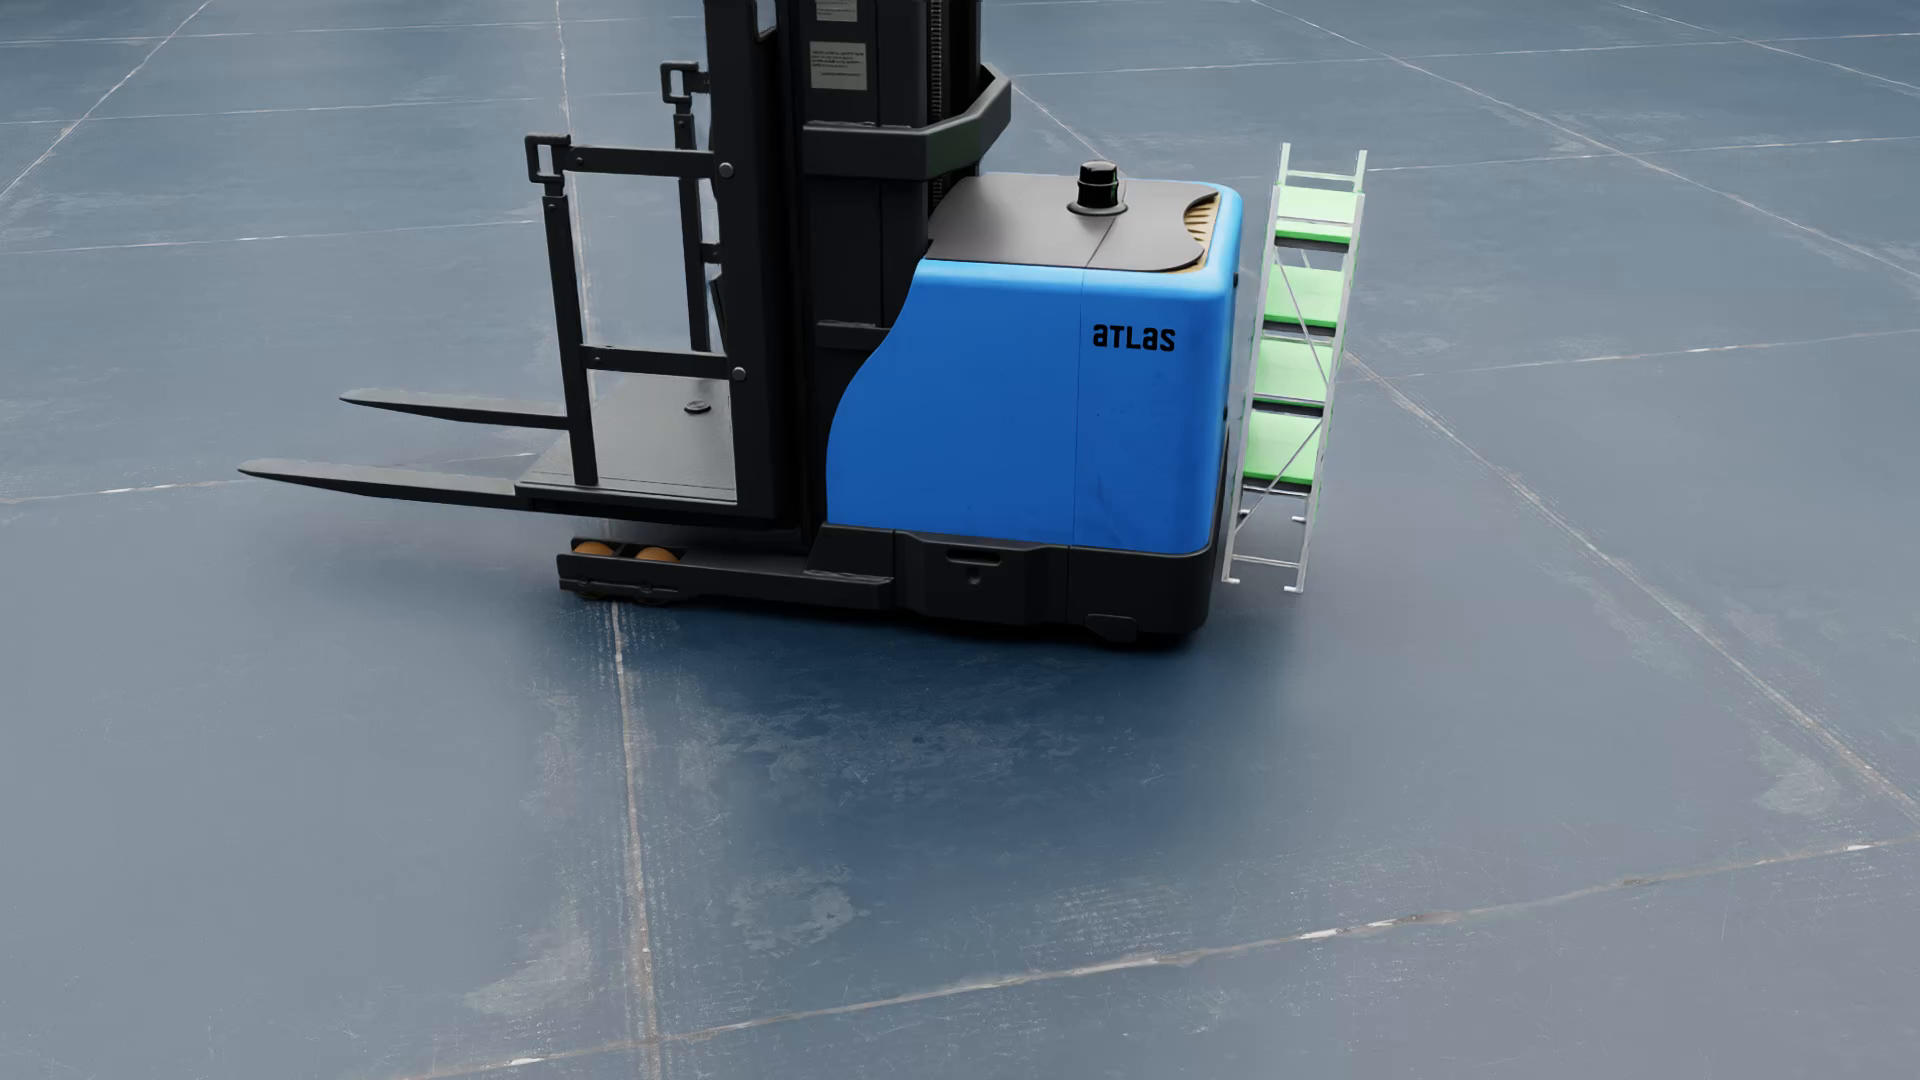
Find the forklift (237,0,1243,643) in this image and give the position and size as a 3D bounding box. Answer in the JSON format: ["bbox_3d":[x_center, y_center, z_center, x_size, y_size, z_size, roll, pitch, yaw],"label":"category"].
[{"bbox_3d":[-0.713,-1.343,4.658,3.031,2.935,1.130,5,27,10],"label":"forklift"}]

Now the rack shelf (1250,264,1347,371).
[{"bbox_3d":[0.989,-0.659,4.820,0.258,0.148,0.480,8,28,10],"label":"rack shelf"}]

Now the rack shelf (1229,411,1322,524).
[{"bbox_3d":[0.968,-0.233,5.041,0.258,0.148,0.480,8,28,10],"label":"rack shelf"}]

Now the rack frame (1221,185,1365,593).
[{"bbox_3d":[0.927,-0.395,4.689,0.240,1.200,0.015,8,28,10],"label":"rack frame"}]

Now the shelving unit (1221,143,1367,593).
[{"bbox_3d":[0.981,-0.502,4.901,0.258,1.200,0.503,8,28,10],"label":"shelving unit"}]

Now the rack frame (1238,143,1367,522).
[{"bbox_3d":[1.035,-0.610,5.113,0.240,1.200,0.015,8,28,10],"label":"rack frame"}]

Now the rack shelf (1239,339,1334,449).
[{"bbox_3d":[0.978,-0.446,4.930,0.258,0.148,0.480,8,28,10],"label":"rack shelf"}]

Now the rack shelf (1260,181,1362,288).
[{"bbox_3d":[0.999,-0.872,4.710,0.258,0.148,0.480,8,28,10],"label":"rack shelf"}]
